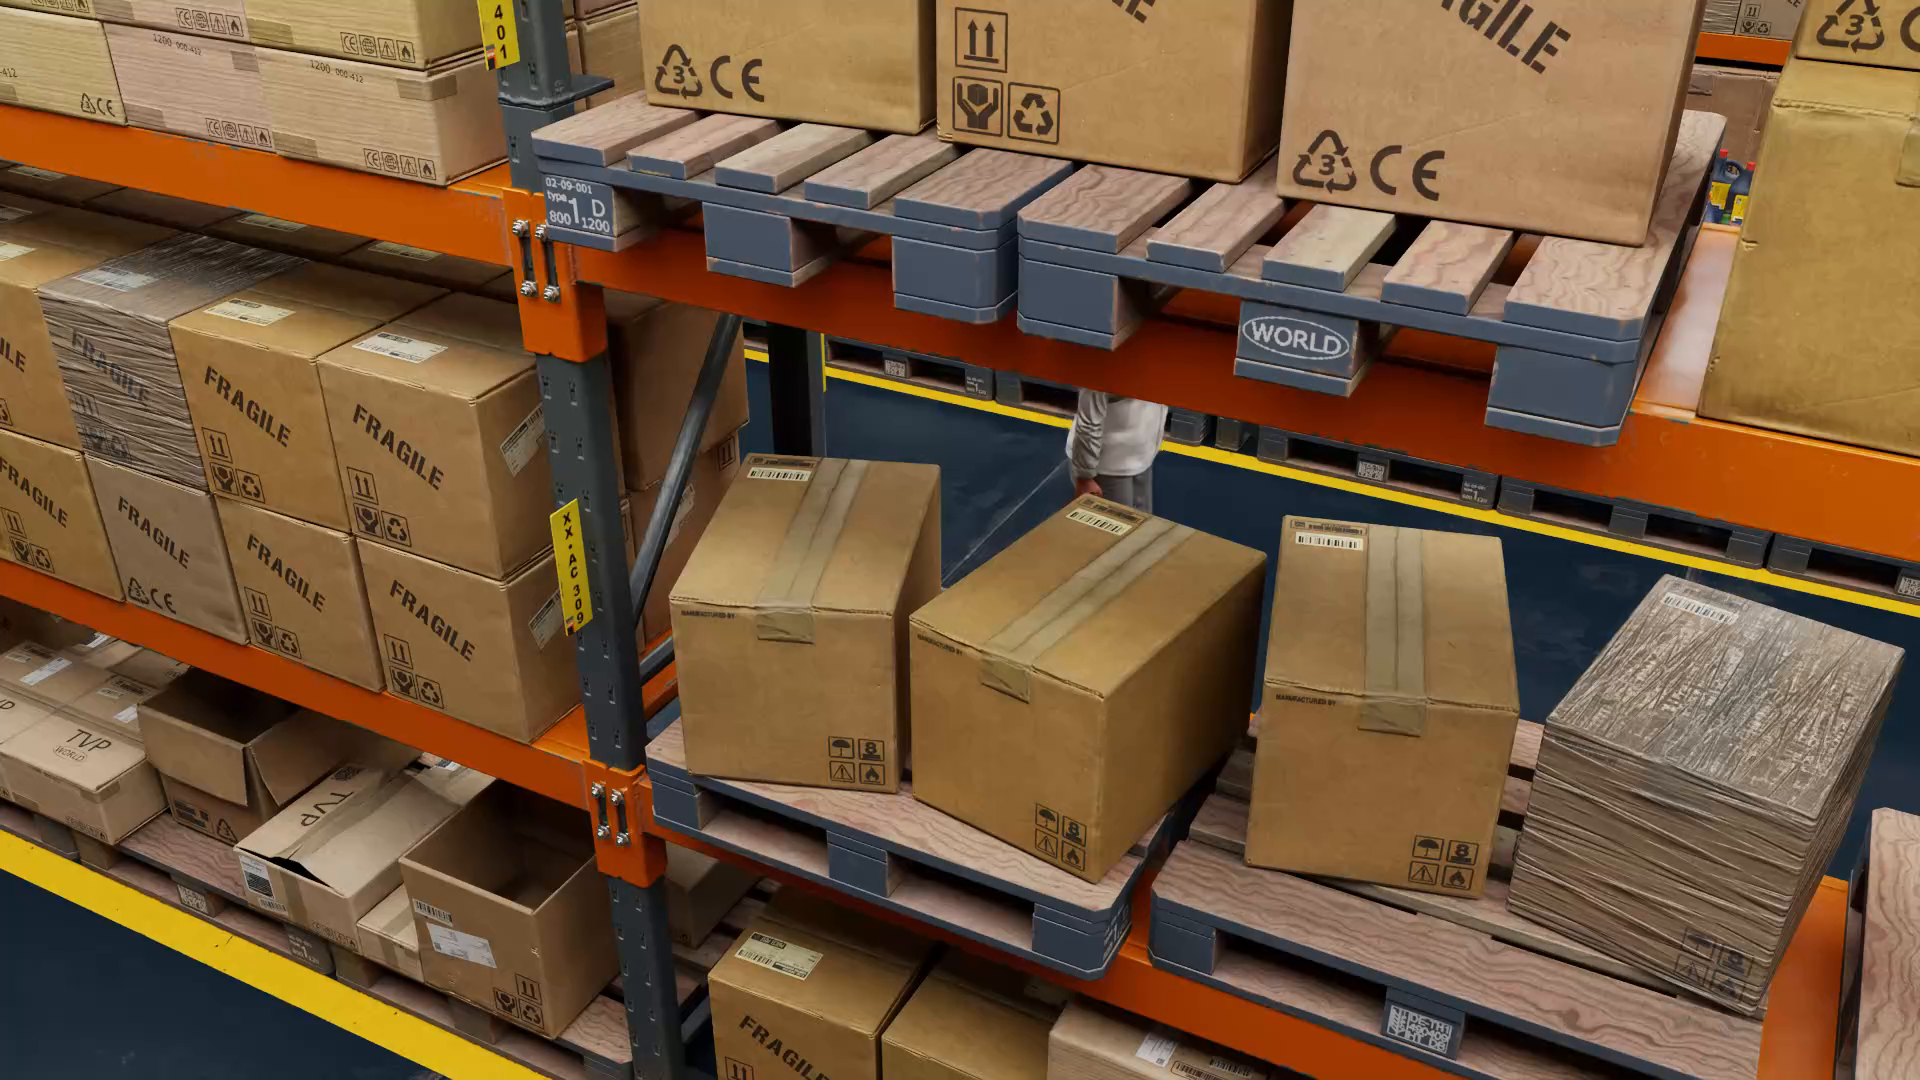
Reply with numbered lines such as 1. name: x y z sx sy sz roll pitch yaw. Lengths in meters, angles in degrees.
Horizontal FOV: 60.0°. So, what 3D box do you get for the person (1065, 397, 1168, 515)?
1. person: 0.563 -0.295 6.783 0.526 1.490 0.465 13 32 21
